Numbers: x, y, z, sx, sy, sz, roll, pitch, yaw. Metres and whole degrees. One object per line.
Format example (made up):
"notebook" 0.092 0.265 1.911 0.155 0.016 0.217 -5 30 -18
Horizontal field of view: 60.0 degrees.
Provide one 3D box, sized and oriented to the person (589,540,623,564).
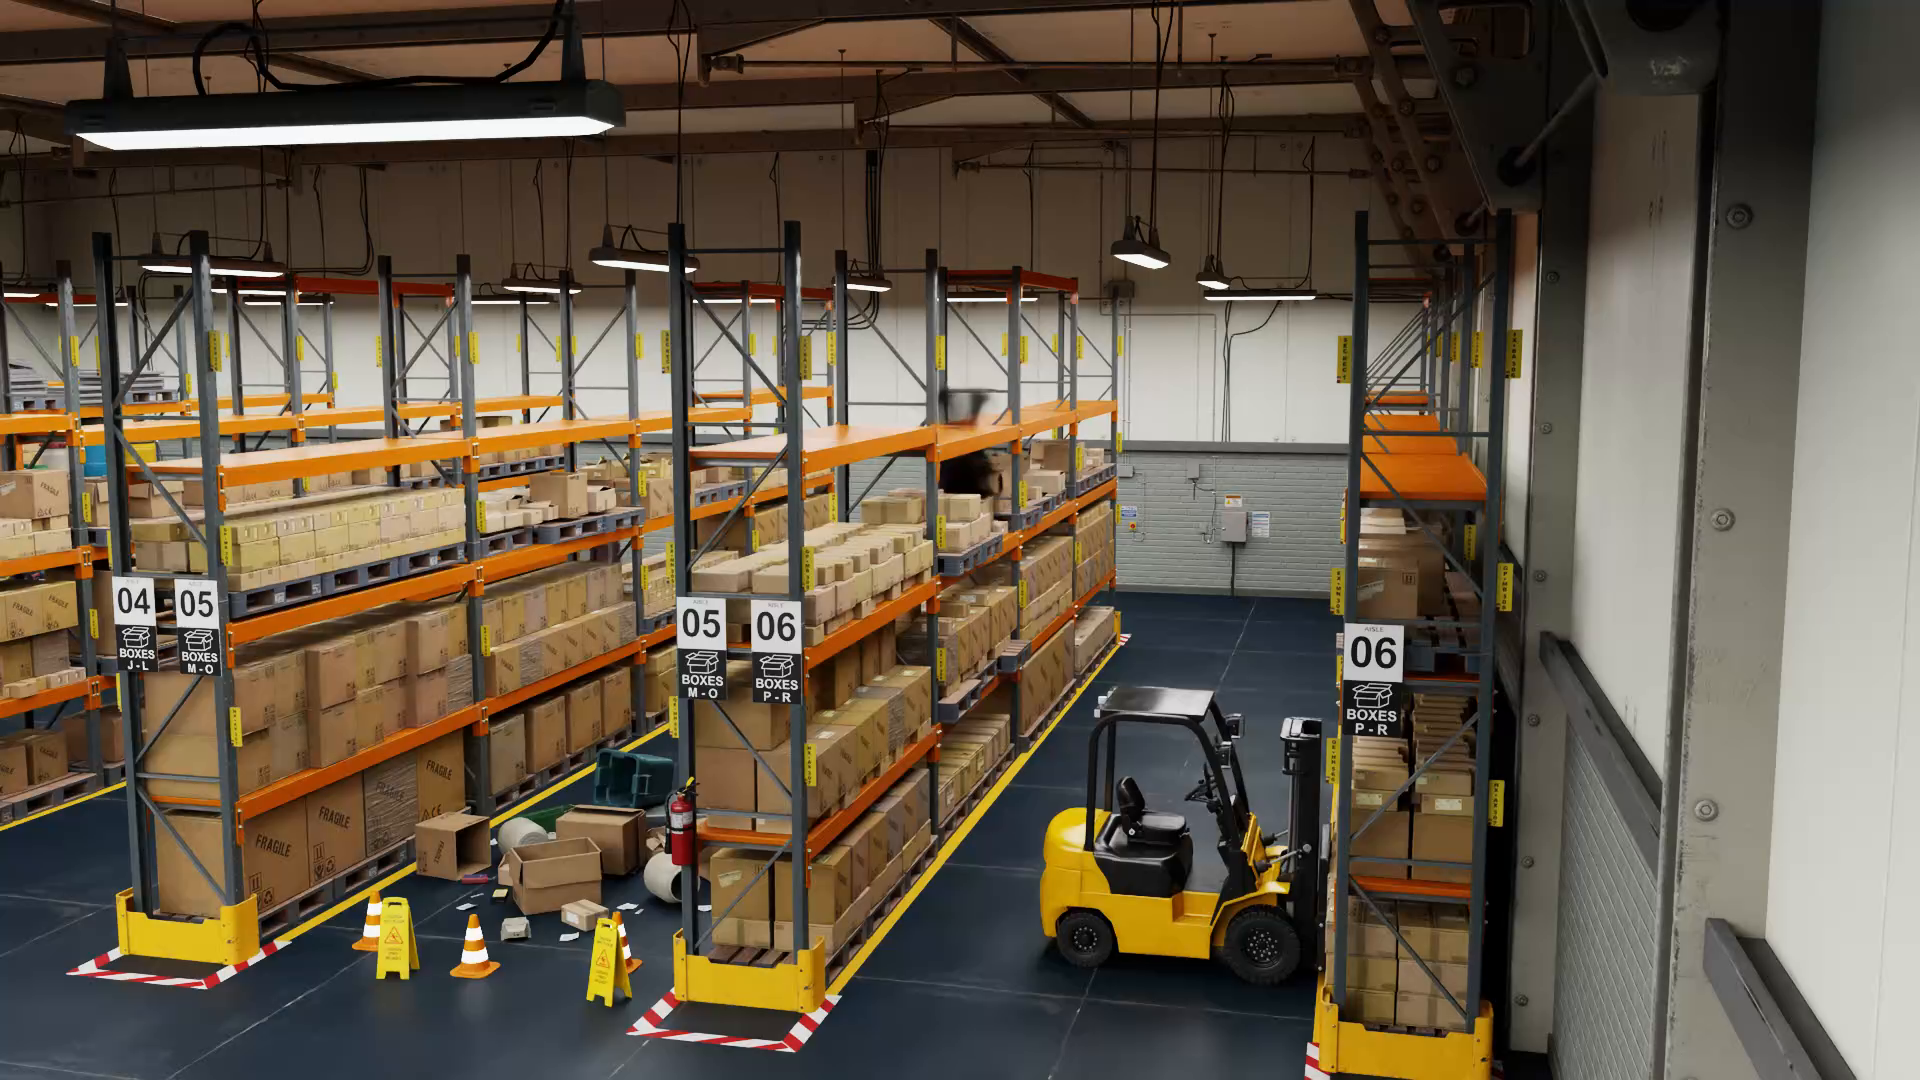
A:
"person" -6.676 0.495 31.419 1.116 1.673 0.590 7 10 44
